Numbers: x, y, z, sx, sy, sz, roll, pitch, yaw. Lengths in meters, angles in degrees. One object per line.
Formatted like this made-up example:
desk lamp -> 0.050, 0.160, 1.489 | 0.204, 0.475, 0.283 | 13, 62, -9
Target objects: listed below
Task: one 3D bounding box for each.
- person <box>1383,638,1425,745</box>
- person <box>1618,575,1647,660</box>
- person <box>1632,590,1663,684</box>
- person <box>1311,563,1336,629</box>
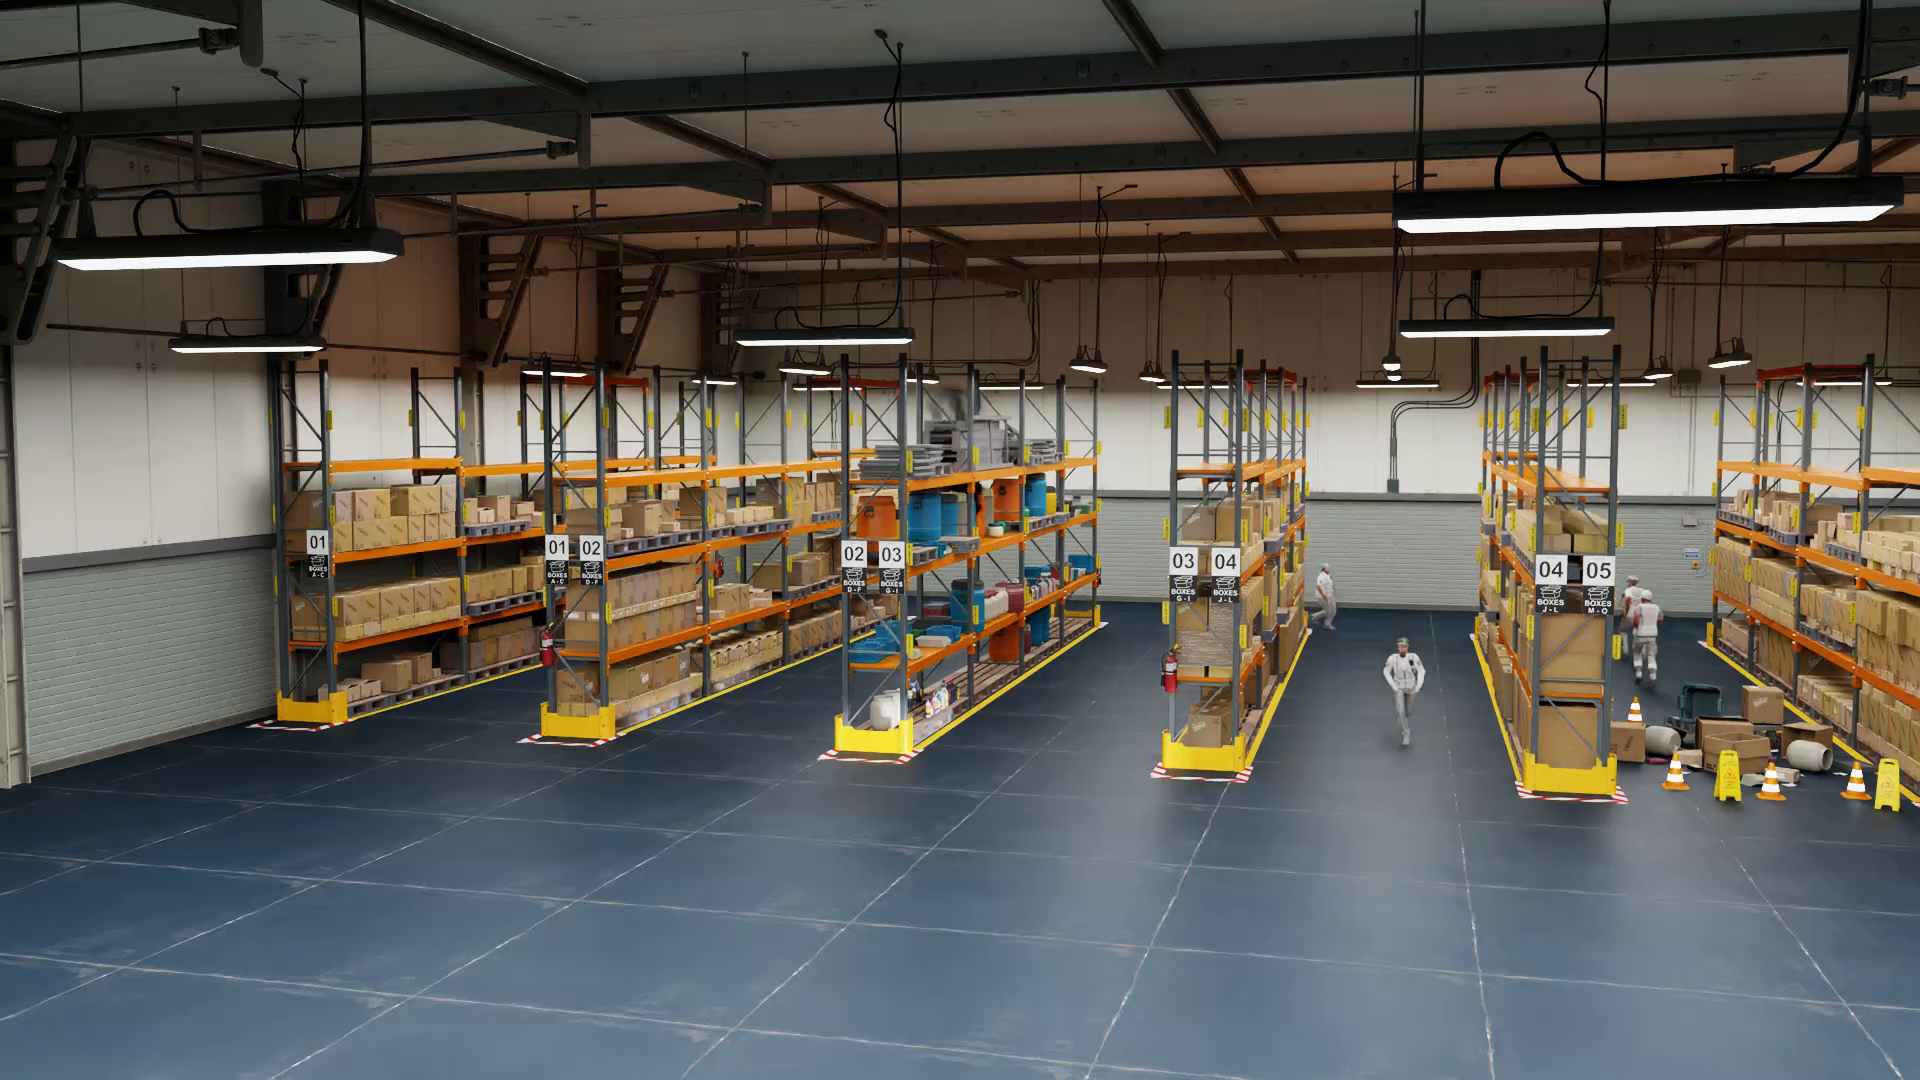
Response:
person -> 6.946, 2.335, 26.045 | 0.631, 1.674, 0.810 | 1, 4, 9
person -> 14.009, 1.648, 34.583 | 0.599, 1.831, 0.852 | 0, 4, -4
person -> 12.959, 1.858, 31.373 | 0.588, 1.831, 0.835 | 1, 4, 10
person -> 8.687, 1.346, 39.838 | 0.568, 1.611, 0.640 | 3, 5, 32
